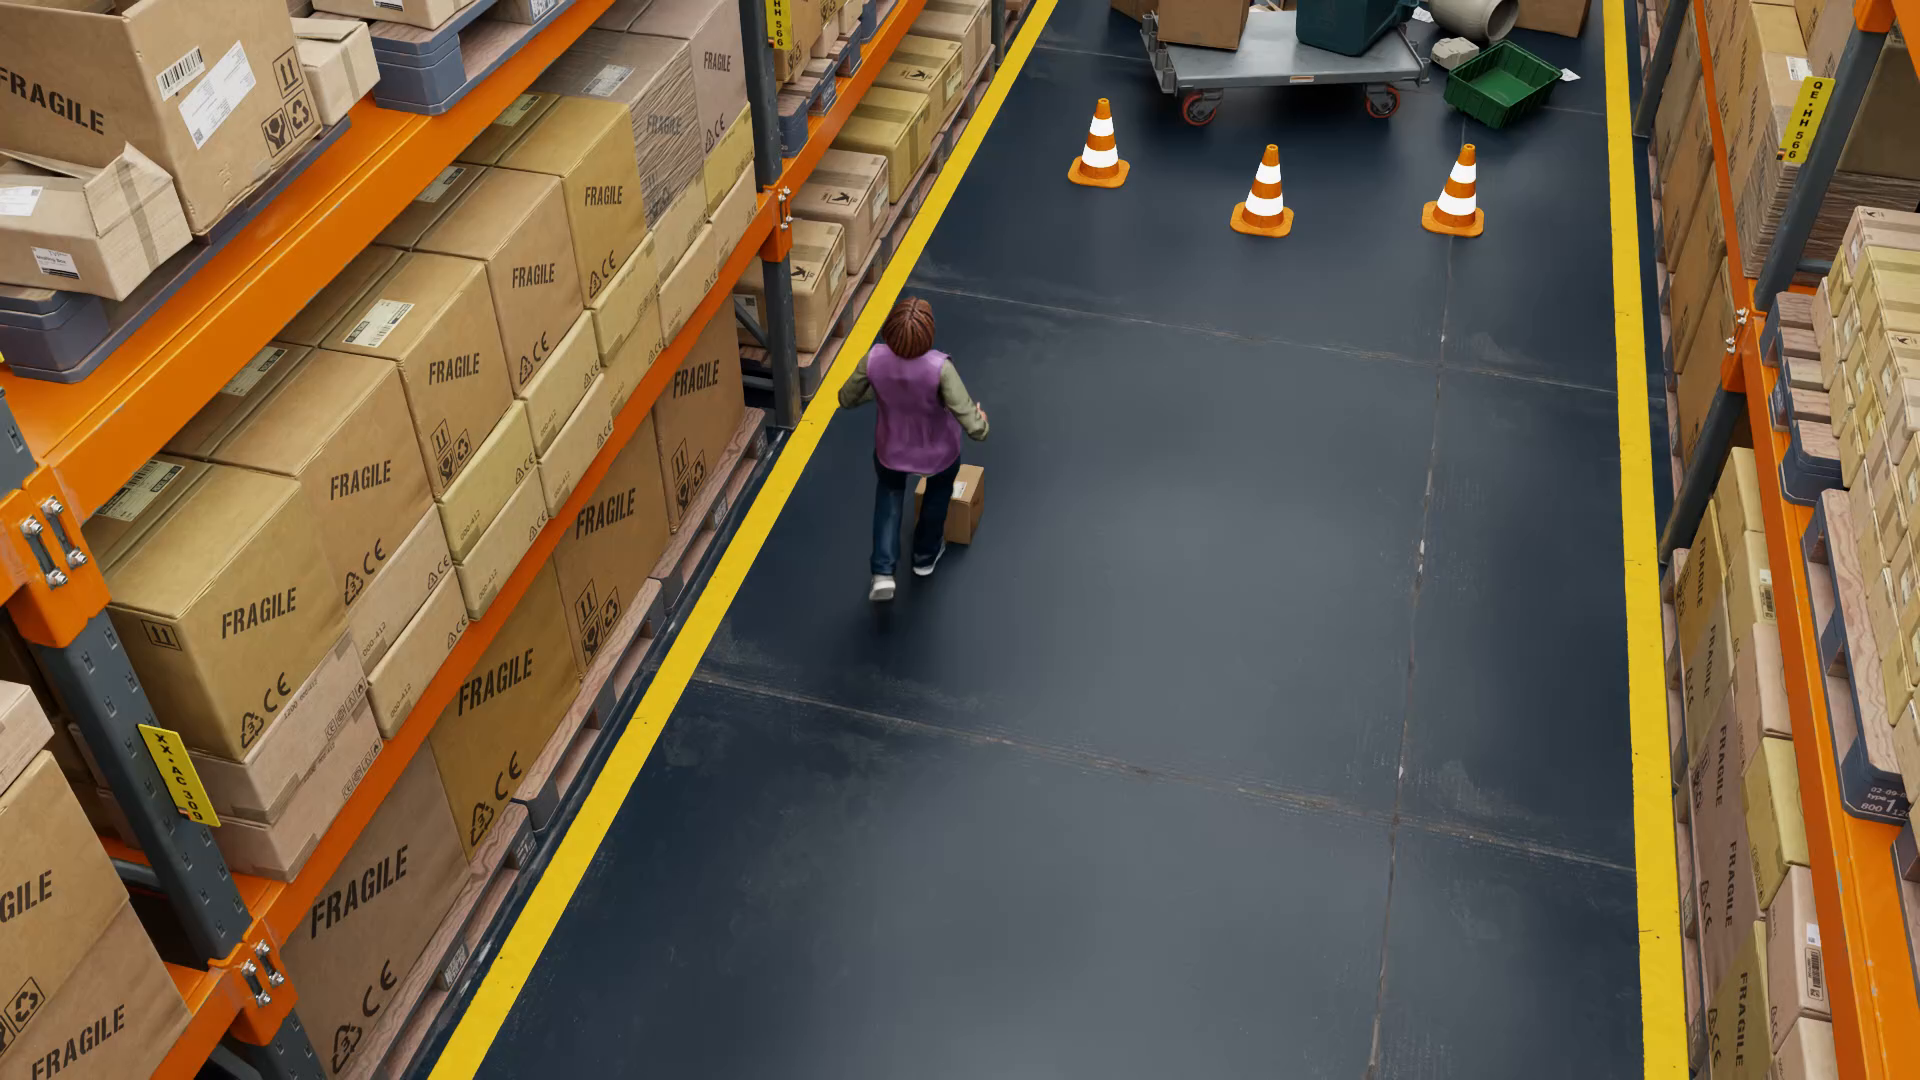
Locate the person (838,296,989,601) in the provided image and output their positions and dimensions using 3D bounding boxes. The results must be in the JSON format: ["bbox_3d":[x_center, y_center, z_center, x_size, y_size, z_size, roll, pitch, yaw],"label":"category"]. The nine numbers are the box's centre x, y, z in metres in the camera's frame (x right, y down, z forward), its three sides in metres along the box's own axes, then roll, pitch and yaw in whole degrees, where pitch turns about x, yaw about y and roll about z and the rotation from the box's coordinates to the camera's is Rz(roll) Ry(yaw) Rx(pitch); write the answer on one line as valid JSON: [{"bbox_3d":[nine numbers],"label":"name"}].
[{"bbox_3d":[-0.156,-0.385,6.635,0.610,1.537,0.620,7,42,7],"label":"person"}]
